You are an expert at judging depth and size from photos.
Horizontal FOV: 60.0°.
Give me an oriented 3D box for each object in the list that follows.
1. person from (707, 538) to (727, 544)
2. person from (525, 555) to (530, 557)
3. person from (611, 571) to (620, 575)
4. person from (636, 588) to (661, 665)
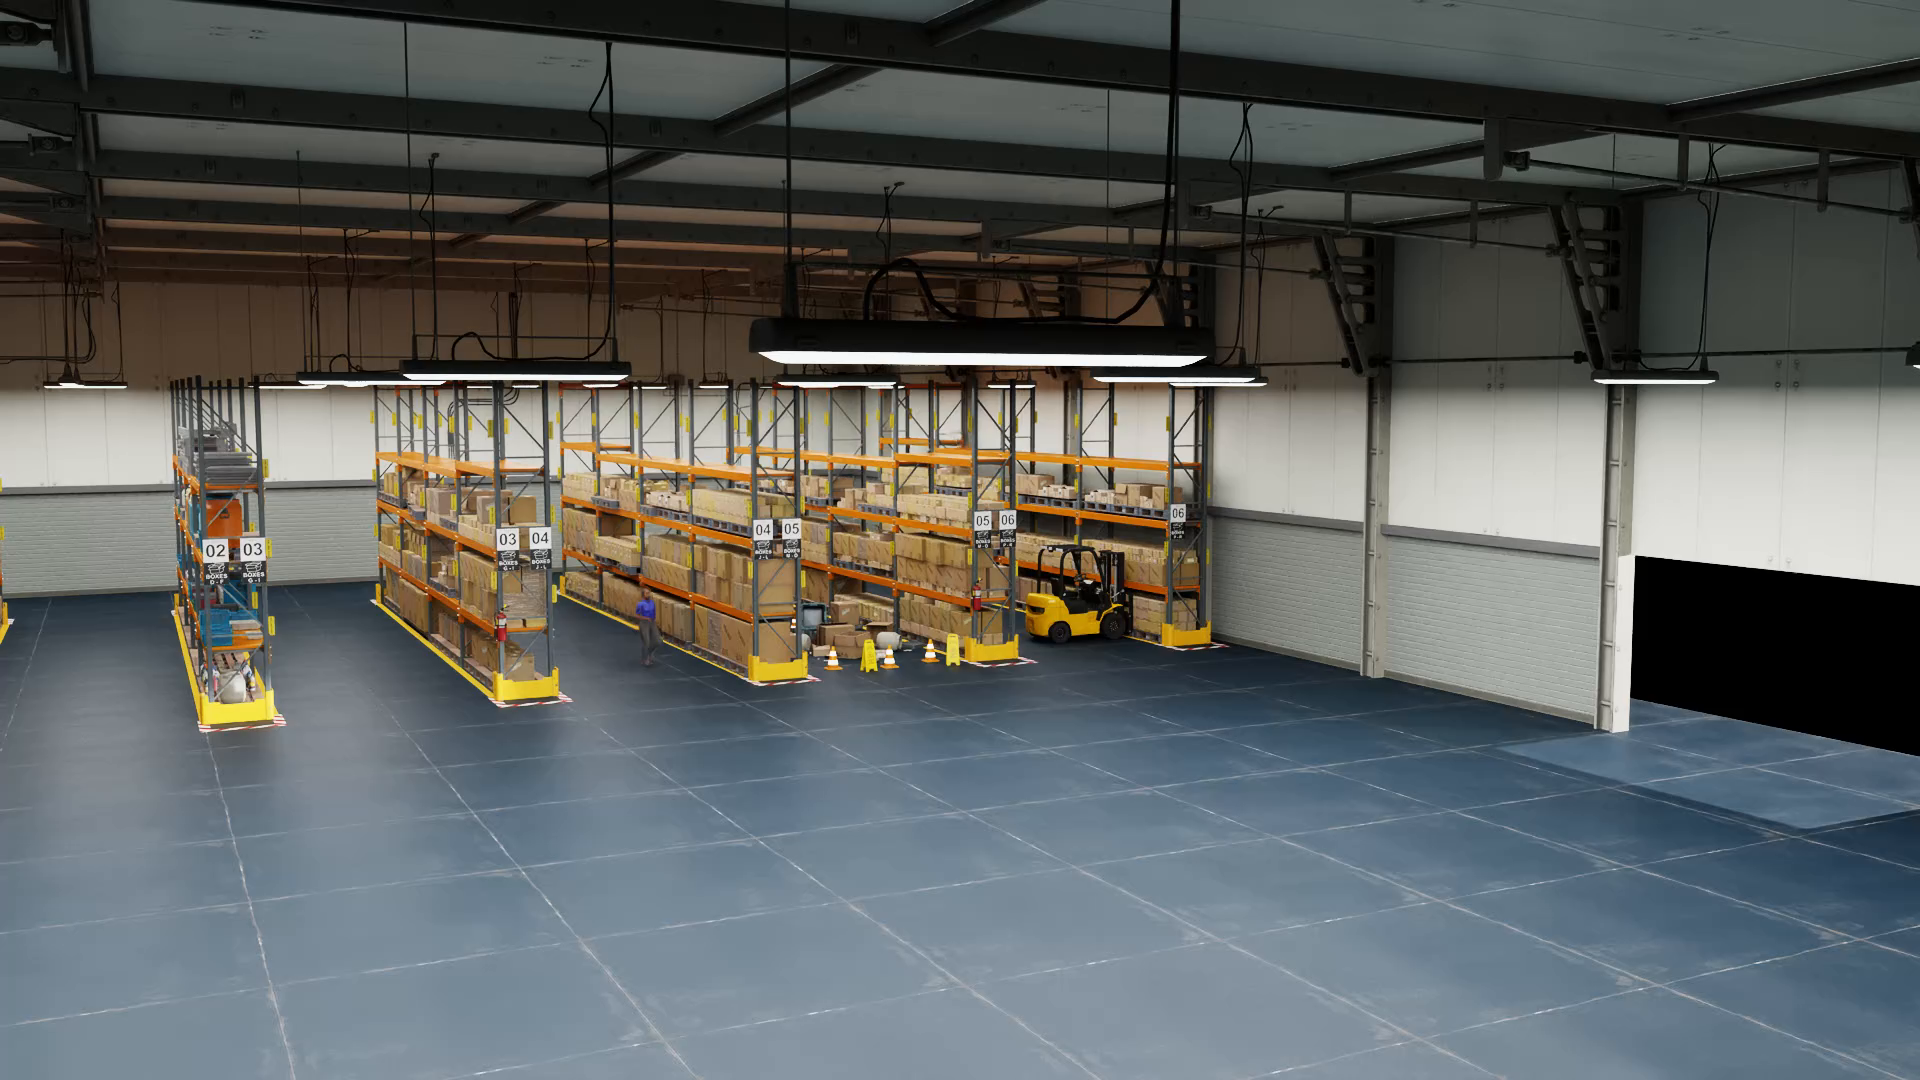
[{"bbox_3d":[-7.302,0.341,50.444,0.896,1.822,0.627,-3,6,-33],"label":"person"},{"bbox_3d":[-11.558,0.950,45.049,0.679,1.576,0.852,-2,5,-17],"label":"person"},{"bbox_3d":[-10.050,0.547,48.537,0.671,1.791,0.662,2,5,22],"label":"person"},{"bbox_3d":[-6.488,1.820,34.785,0.553,1.611,0.565,5,7,44],"label":"person"}]
